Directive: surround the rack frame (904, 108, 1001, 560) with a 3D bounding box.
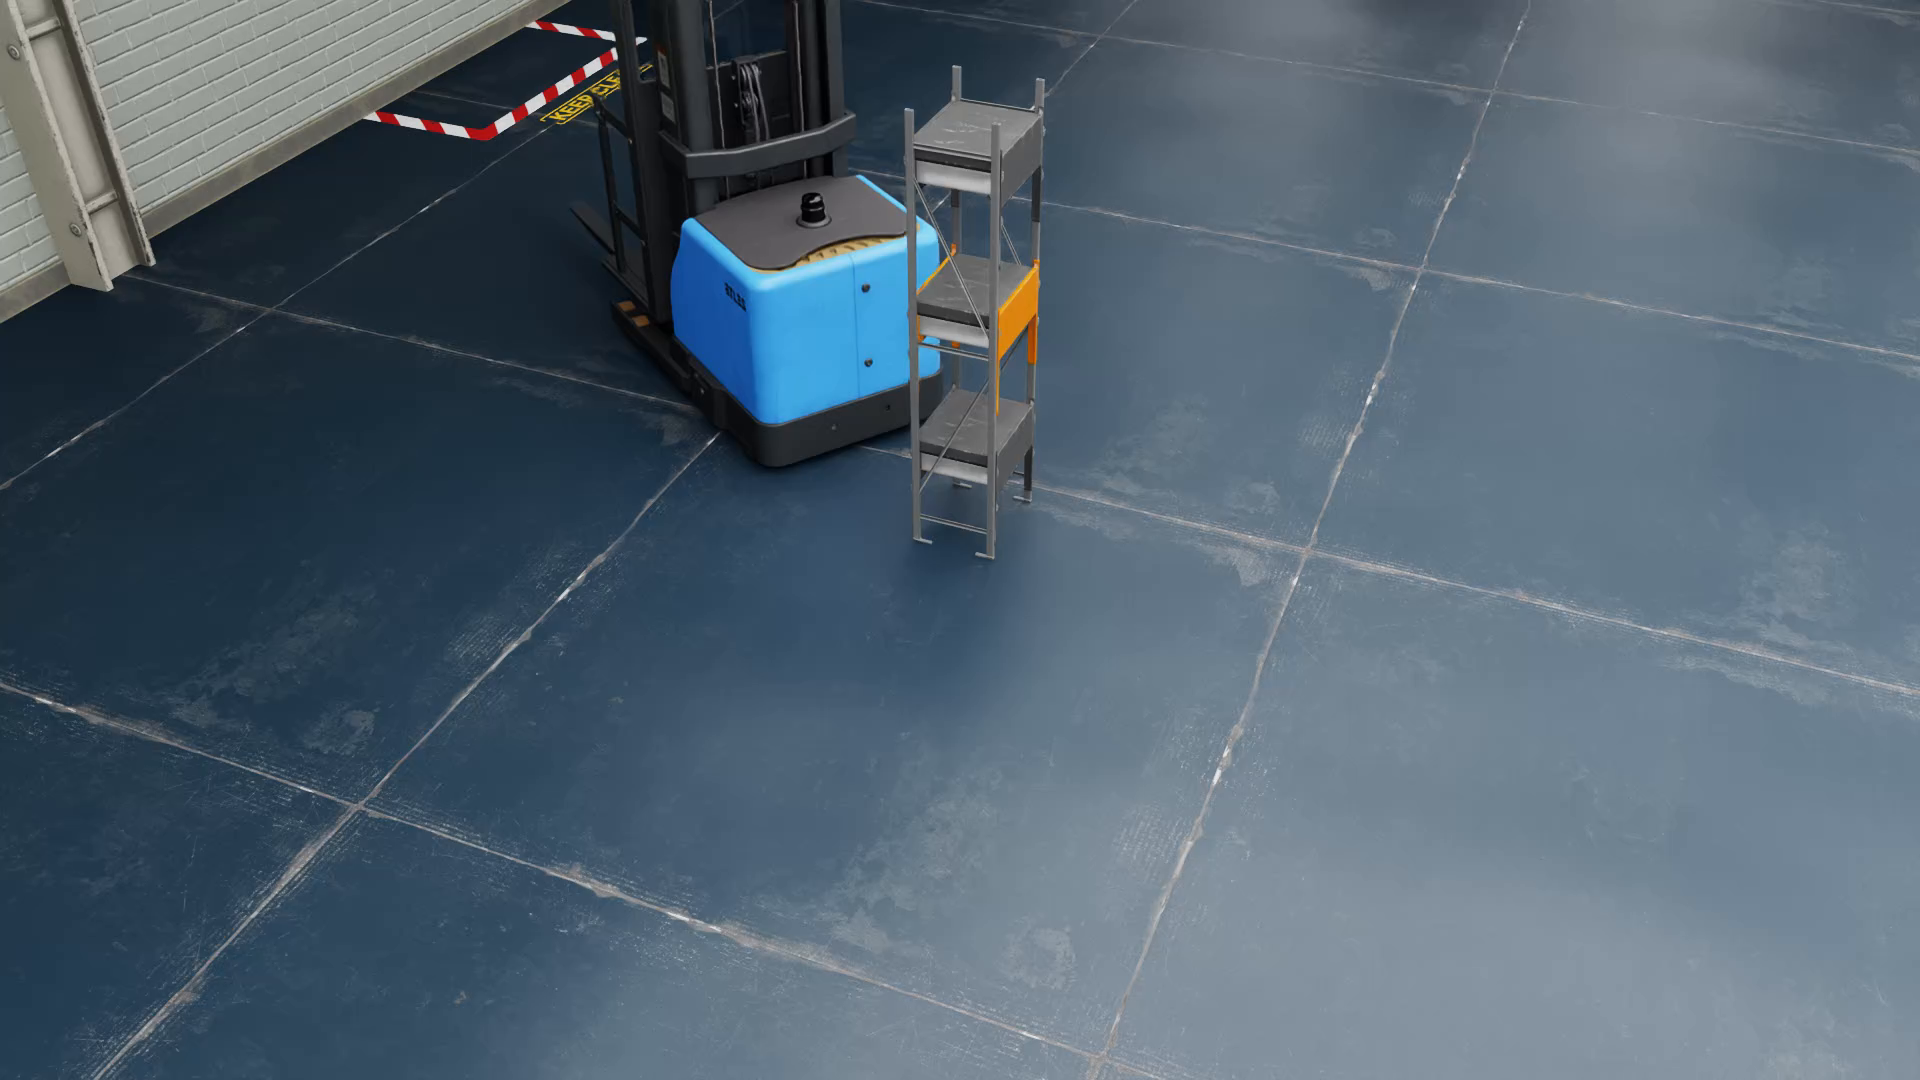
[{"bbox_3d":[-0.030,-0.798,7.063,0.400,2.100,0.015,14,39,18],"label":"rack frame"}]

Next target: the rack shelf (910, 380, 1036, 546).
[{"bbox_3d":[0.063,-0.361,7.671,0.431,0.518,0.480,14,39,18],"label":"rack shelf"}]

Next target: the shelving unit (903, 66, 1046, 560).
[{"bbox_3d":[0.063,-0.933,7.244,0.431,2.100,0.503,14,39,18],"label":"shelving unit"}]

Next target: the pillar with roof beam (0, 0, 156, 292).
[{"bbox_3d":[-1.055,-4.214,5.872,9.100,9.000,0.400,14,39,18],"label":"pillar with roof beam"}]

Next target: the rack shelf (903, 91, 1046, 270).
[{"bbox_3d":[0.063,-1.482,6.833,0.431,0.518,0.480,14,39,18],"label":"rack shelf"}]

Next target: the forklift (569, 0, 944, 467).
[{"bbox_3d":[-1.292,-2.383,8.490,1.130,2.935,3.031,-21,41,-25],"label":"forklift"}]

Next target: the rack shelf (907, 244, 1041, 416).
[{"bbox_3d":[0.063,-0.922,7.252,0.431,0.518,0.480,14,39,18],"label":"rack shelf"}]

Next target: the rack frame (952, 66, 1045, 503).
[{"bbox_3d":[0.156,-1.068,7.425,0.400,2.100,0.015,14,39,18],"label":"rack frame"}]
